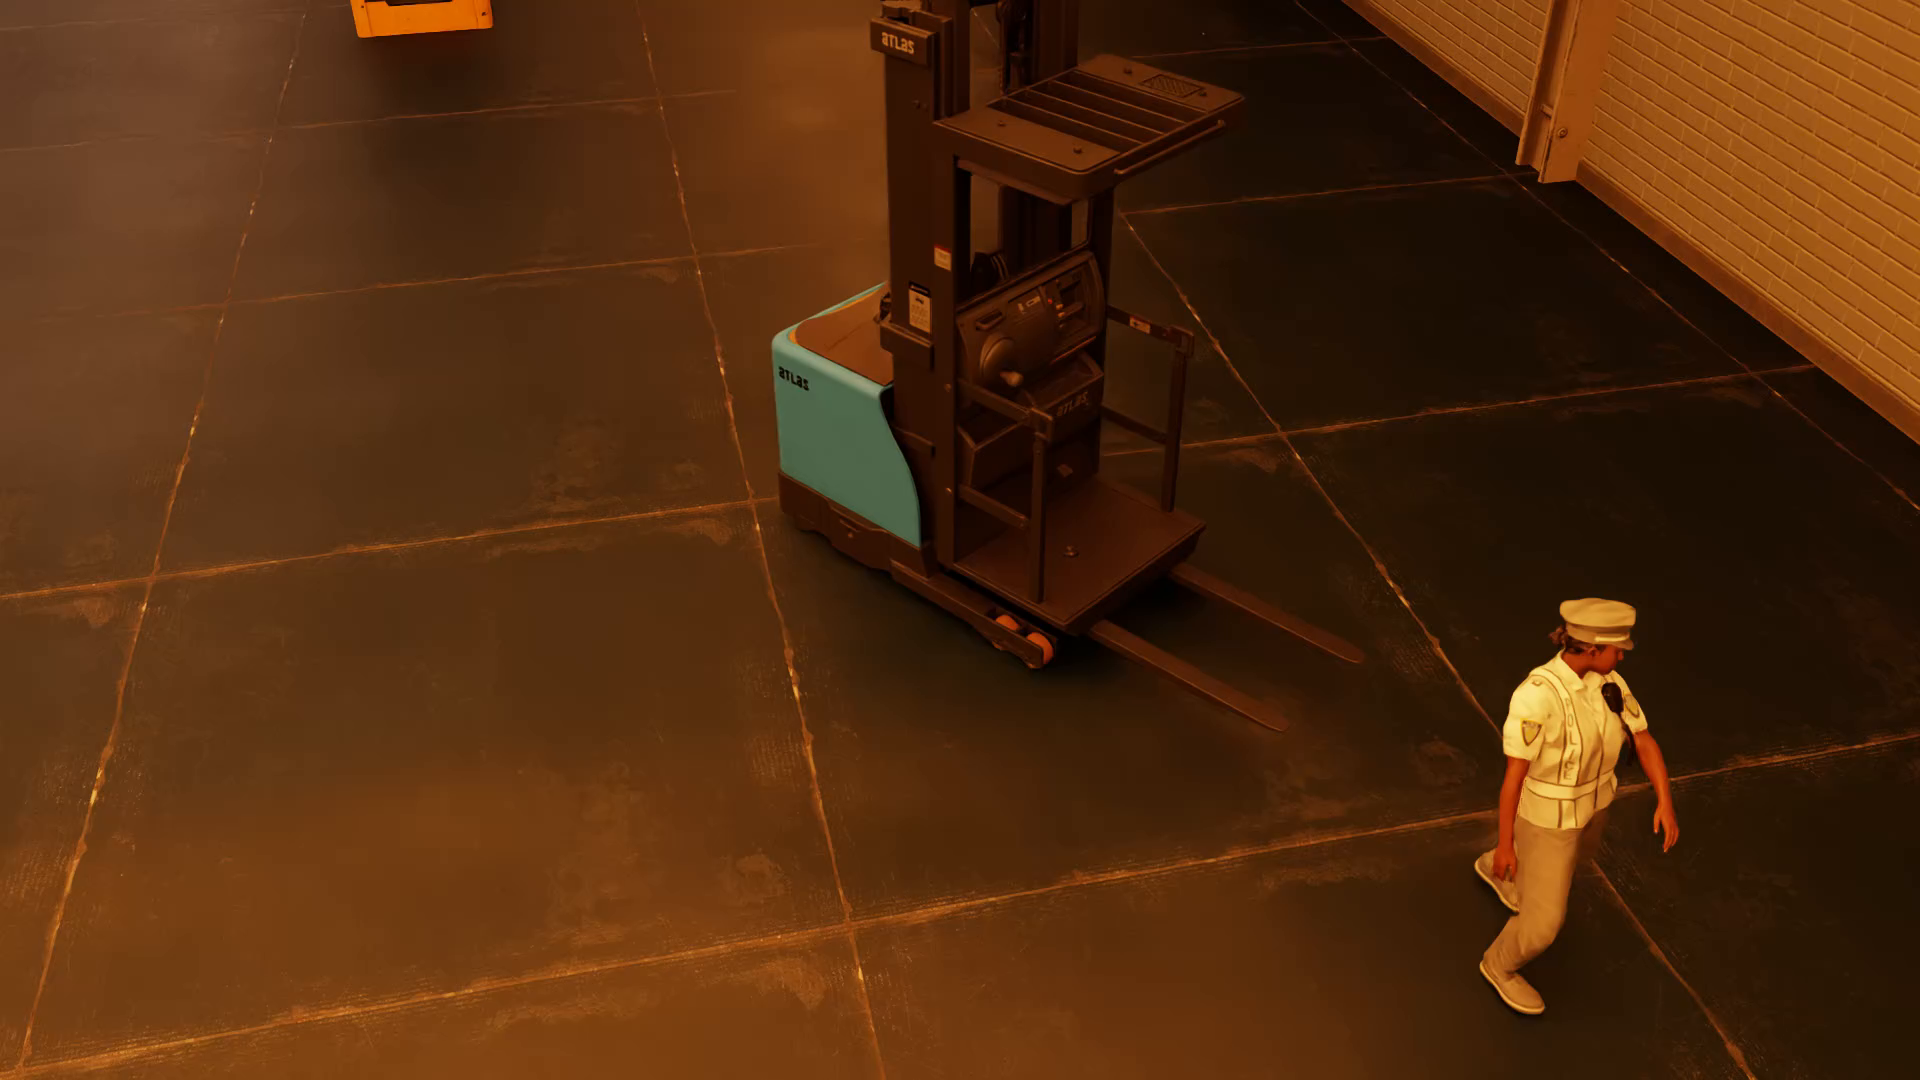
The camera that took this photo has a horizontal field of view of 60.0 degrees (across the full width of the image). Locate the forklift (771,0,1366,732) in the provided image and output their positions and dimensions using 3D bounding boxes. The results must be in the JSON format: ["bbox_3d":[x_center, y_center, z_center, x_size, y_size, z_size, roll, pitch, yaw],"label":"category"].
[{"bbox_3d":[0.484,-0.938,7.354,3.031,2.935,1.130,28,44,33],"label":"forklift"}]

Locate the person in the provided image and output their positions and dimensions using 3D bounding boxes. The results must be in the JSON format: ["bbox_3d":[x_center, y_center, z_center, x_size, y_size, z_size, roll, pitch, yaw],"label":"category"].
[{"bbox_3d":[2.130,0.985,5.869,0.713,1.561,0.764,-27,44,-33],"label":"person"}]
